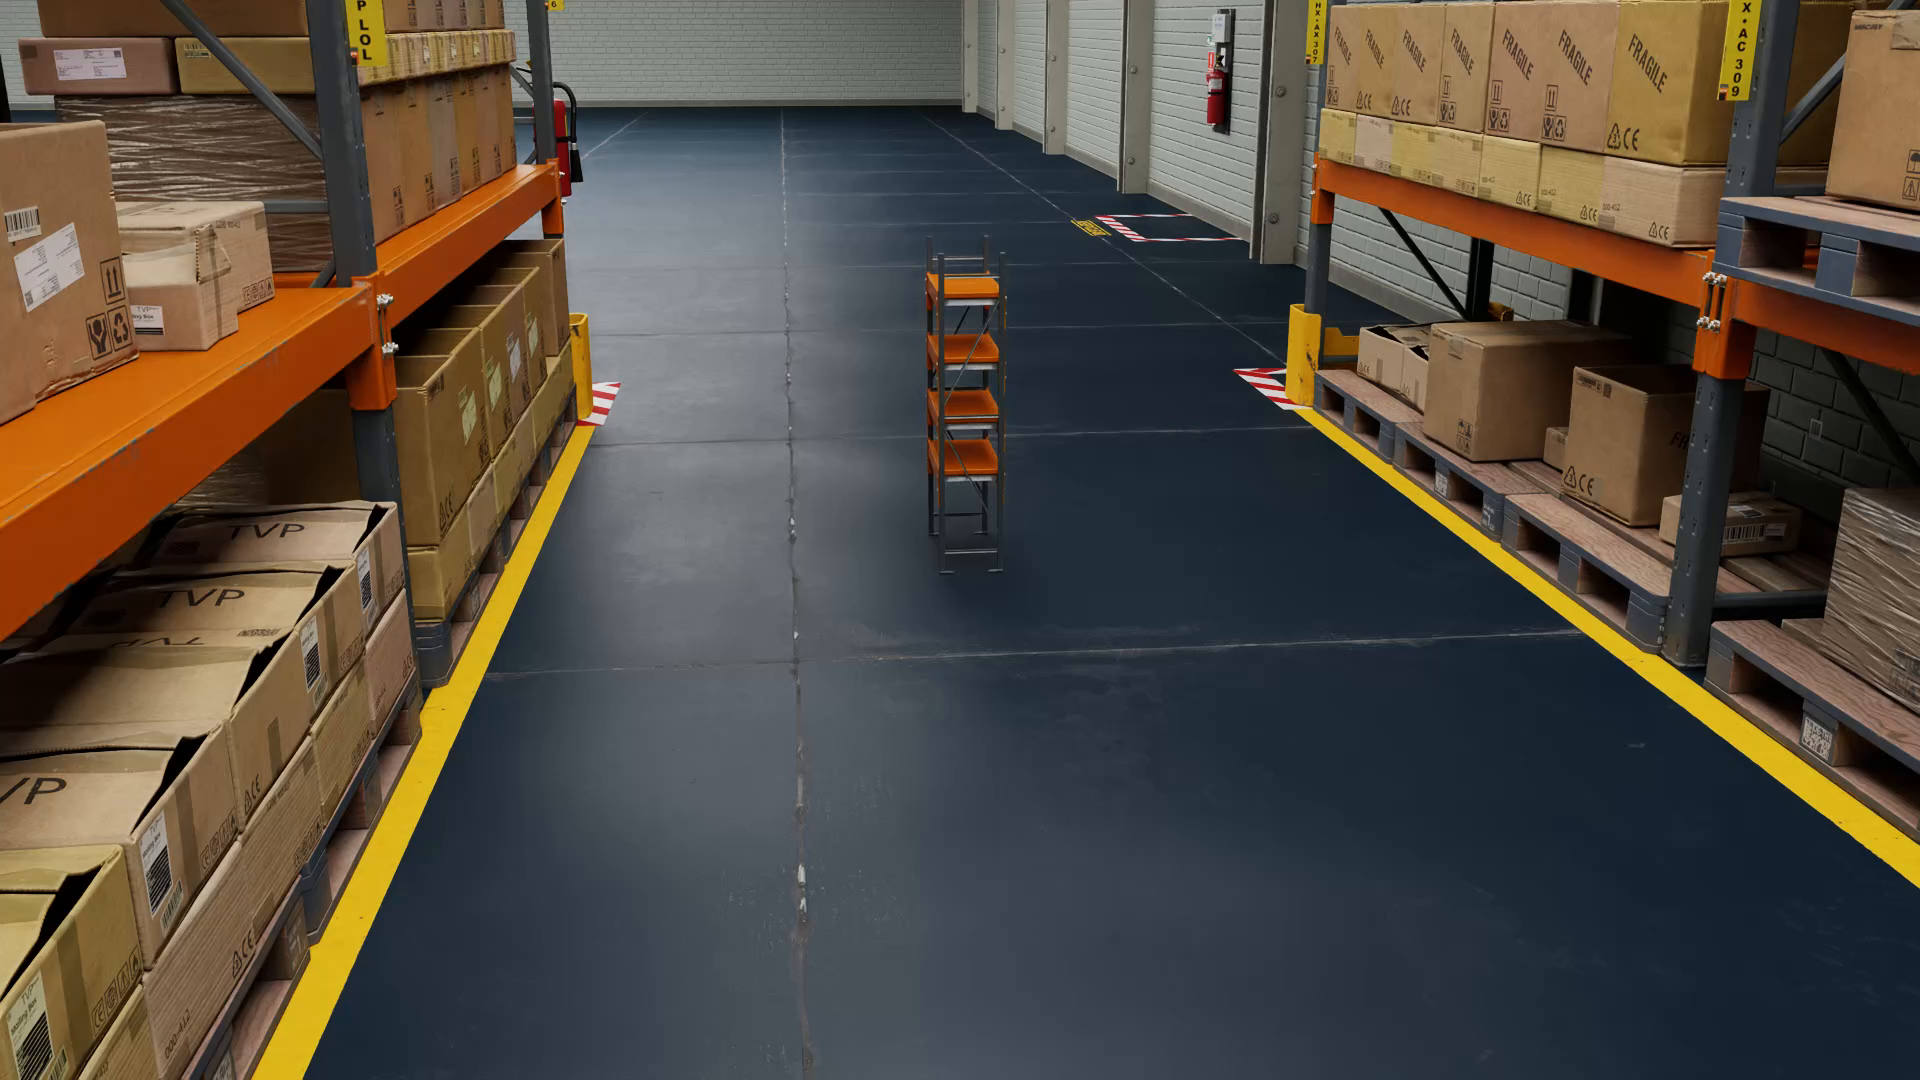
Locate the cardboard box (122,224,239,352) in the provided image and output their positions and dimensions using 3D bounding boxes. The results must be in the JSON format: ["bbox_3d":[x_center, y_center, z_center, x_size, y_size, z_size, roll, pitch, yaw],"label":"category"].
[{"bbox_3d":[-1.852,-0.572,3.716,0.396,0.266,0.258,-2,18,-7],"label":"cardboard box"}]

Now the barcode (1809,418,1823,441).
[{"bbox_3d":[2.985,-0.385,5.800,0.001,0.075,0.075,-2,18,-6],"label":"barcode"}]

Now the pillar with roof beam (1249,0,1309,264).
[{"bbox_3d":[-1.579,-6.574,12.592,9.100,9.000,0.400,-2,18,-6],"label":"pillar with roof beam"}]

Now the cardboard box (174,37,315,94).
[{"bbox_3d":[-1.960,-1.336,4.674,0.380,0.149,0.250,-2,18,-6],"label":"cardboard box"}]

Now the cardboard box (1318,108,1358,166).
[{"bbox_3d":[2.124,-2.021,8.325,0.500,0.250,0.500,-2,18,-7],"label":"cardboard box"}]

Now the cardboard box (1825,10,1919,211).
[{"bbox_3d":[2.820,-1.152,4.436,0.700,0.500,0.500,-2,18,-5],"label":"cardboard box"}]

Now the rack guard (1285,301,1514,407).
[{"bbox_3d":[2.397,-1.023,9.102,1.175,0.500,0.348,-2,18,-6],"label":"rack guard"}]

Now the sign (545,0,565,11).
[{"bbox_3d":[-1.997,-2.762,8.140,0.100,0.325,0.005,-2,18,-6],"label":"sign"}]

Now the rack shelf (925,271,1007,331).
[{"bbox_3d":[0.017,-0.898,6.223,0.258,0.148,0.480,-2,18,-6],"label":"rack shelf"}]

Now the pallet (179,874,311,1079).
[{"bbox_3d":[-1.881,1.020,3.074,1.003,0.211,1.213,-2,18,-6],"label":"pallet"}]

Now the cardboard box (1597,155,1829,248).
[{"bbox_3d":[2.451,-1.117,5.443,0.500,0.250,0.500,-2,18,-6],"label":"cardboard box"}]

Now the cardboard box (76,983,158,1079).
[{"bbox_3d":[-1.587,0.941,2.561,0.500,0.250,0.500,-2,18,-7],"label":"cardboard box"}]

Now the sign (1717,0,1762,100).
[{"bbox_3d":[2.263,-1.441,4.813,0.100,0.325,0.005,-2,18,-6],"label":"sign"}]

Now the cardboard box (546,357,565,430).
[{"bbox_3d":[-2.125,-0.674,7.704,0.500,0.250,0.500,-2,18,-6],"label":"cardboard box"}]

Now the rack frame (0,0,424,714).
[{"bbox_3d":[-2.125,-0.893,4.513,1.000,3.000,0.127,-2,18,-6],"label":"rack frame"}]

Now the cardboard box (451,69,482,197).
[{"bbox_3d":[-2.398,-1.688,6.880,0.700,0.500,0.500,-2,18,-5],"label":"cardboard box"}]

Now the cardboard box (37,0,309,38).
[{"bbox_3d":[-2.177,-1.691,4.724,0.700,0.500,0.500,-2,18,-5],"label":"cardboard box"}]

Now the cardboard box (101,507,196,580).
[{"bbox_3d":[-2.330,0.082,4.361,0.500,0.311,0.500,-2,18,-5],"label":"cardboard box"}]

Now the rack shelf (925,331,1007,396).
[{"bbox_3d":[0.017,-0.672,6.293,0.258,0.148,0.480,-2,18,-6],"label":"rack shelf"}]

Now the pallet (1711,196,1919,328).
[{"bbox_3d":[2.736,-0.723,4.293,1.003,0.211,1.213,-2,18,-6],"label":"pallet"}]

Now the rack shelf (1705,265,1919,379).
[{"bbox_3d":[3.008,-0.108,3.213,1.077,0.370,4.000,-2,18,-6],"label":"rack shelf"}]

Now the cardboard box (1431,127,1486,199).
[{"bbox_3d":[2.288,-1.564,6.869,0.500,0.250,0.500,-2,18,-5],"label":"cardboard box"}]

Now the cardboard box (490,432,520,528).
[{"bbox_3d":[-1.964,-0.227,6.281,0.500,0.250,0.500,-2,18,-6],"label":"cardboard box"}]

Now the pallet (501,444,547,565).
[{"bbox_3d":[-2.295,-0.165,6.849,1.003,0.211,1.213,-2,18,-6],"label":"pallet"}]

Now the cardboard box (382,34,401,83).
[{"bbox_3d":[-2.043,-1.566,5.406,0.380,0.149,0.250,-2,18,-6],"label":"cardboard box"}]

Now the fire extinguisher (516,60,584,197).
[{"bbox_3d":[-2.088,-2.097,8.478,0.296,0.674,0.183,-2,18,-6],"label":"fire extinguisher"}]

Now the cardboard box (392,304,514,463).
[{"bbox_3d":[-1.965,-0.585,6.169,0.500,0.500,0.500,-2,18,-6],"label":"cardboard box"}]

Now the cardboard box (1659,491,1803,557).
[{"bbox_3d":[2.717,-0.063,5.867,0.380,0.166,0.250,-4,18,-13],"label":"cardboard box"}]

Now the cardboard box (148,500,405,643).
[{"bbox_3d":[-1.798,0.063,4.421,0.500,0.311,0.500,-2,18,-6],"label":"cardboard box"}]

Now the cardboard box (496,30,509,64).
[{"bbox_3d":[-2.281,-2.256,7.604,0.380,0.149,0.250,-1,17,-4],"label":"cardboard box"}]

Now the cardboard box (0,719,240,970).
[{"bbox_3d":[-1.641,0.517,2.977,0.500,0.311,0.500,-2,18,-6],"label":"cardboard box"}]

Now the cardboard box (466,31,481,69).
[{"bbox_3d":[-2.203,-2.026,6.874,0.380,0.149,0.250,-1,17,-4],"label":"cardboard box"}]

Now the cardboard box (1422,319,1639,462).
[{"bbox_3d":[2.456,-0.657,7.200,0.700,0.500,0.500,-3,18,-9],"label":"cardboard box"}]

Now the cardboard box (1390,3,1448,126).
[{"bbox_3d":[2.227,-2.081,7.263,0.500,0.500,0.500,-2,18,-7],"label":"cardboard box"}]

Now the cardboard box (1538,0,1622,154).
[{"bbox_3d":[2.388,-1.622,5.802,0.500,0.500,0.500,-2,18,-6],"label":"cardboard box"}]

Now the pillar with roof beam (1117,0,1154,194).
[{"bbox_3d":[-2.198,-8.361,18.286,9.100,9.000,0.400,-2,18,-6],"label":"pillar with roof beam"}]

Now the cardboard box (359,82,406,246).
[{"bbox_3d":[-2.238,-1.229,5.418,0.700,0.500,0.500,-2,18,-6],"label":"cardboard box"}]

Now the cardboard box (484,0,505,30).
[{"bbox_3d":[-2.497,-2.596,7.605,0.700,0.500,0.500,-2,18,-5],"label":"cardboard box"}]

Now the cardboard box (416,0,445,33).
[{"bbox_3d":[-2.333,-2.140,6.153,0.700,0.500,0.500,-2,18,-6],"label":"cardboard box"}]

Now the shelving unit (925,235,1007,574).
[{"bbox_3d":[0.017,-0.523,6.340,0.258,1.200,0.503,-2,18,-6],"label":"shelving unit"}]

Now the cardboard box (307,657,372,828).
[{"bbox_3d":[-1.744,0.484,4.016,0.500,0.250,0.500,-2,18,-6],"label":"cardboard box"}]

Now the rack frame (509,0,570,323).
[{"bbox_3d":[-2.538,-2.084,8.309,1.000,3.000,0.127,-2,18,-6],"label":"rack frame"}]

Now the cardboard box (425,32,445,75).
[{"bbox_3d":[-2.124,-1.797,6.144,0.380,0.149,0.250,-2,18,-6],"label":"cardboard box"}]

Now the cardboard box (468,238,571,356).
[{"bbox_3d":[-2.187,-1.180,8.066,0.500,0.500,0.500,-2,18,-6],"label":"cardboard box"}]
